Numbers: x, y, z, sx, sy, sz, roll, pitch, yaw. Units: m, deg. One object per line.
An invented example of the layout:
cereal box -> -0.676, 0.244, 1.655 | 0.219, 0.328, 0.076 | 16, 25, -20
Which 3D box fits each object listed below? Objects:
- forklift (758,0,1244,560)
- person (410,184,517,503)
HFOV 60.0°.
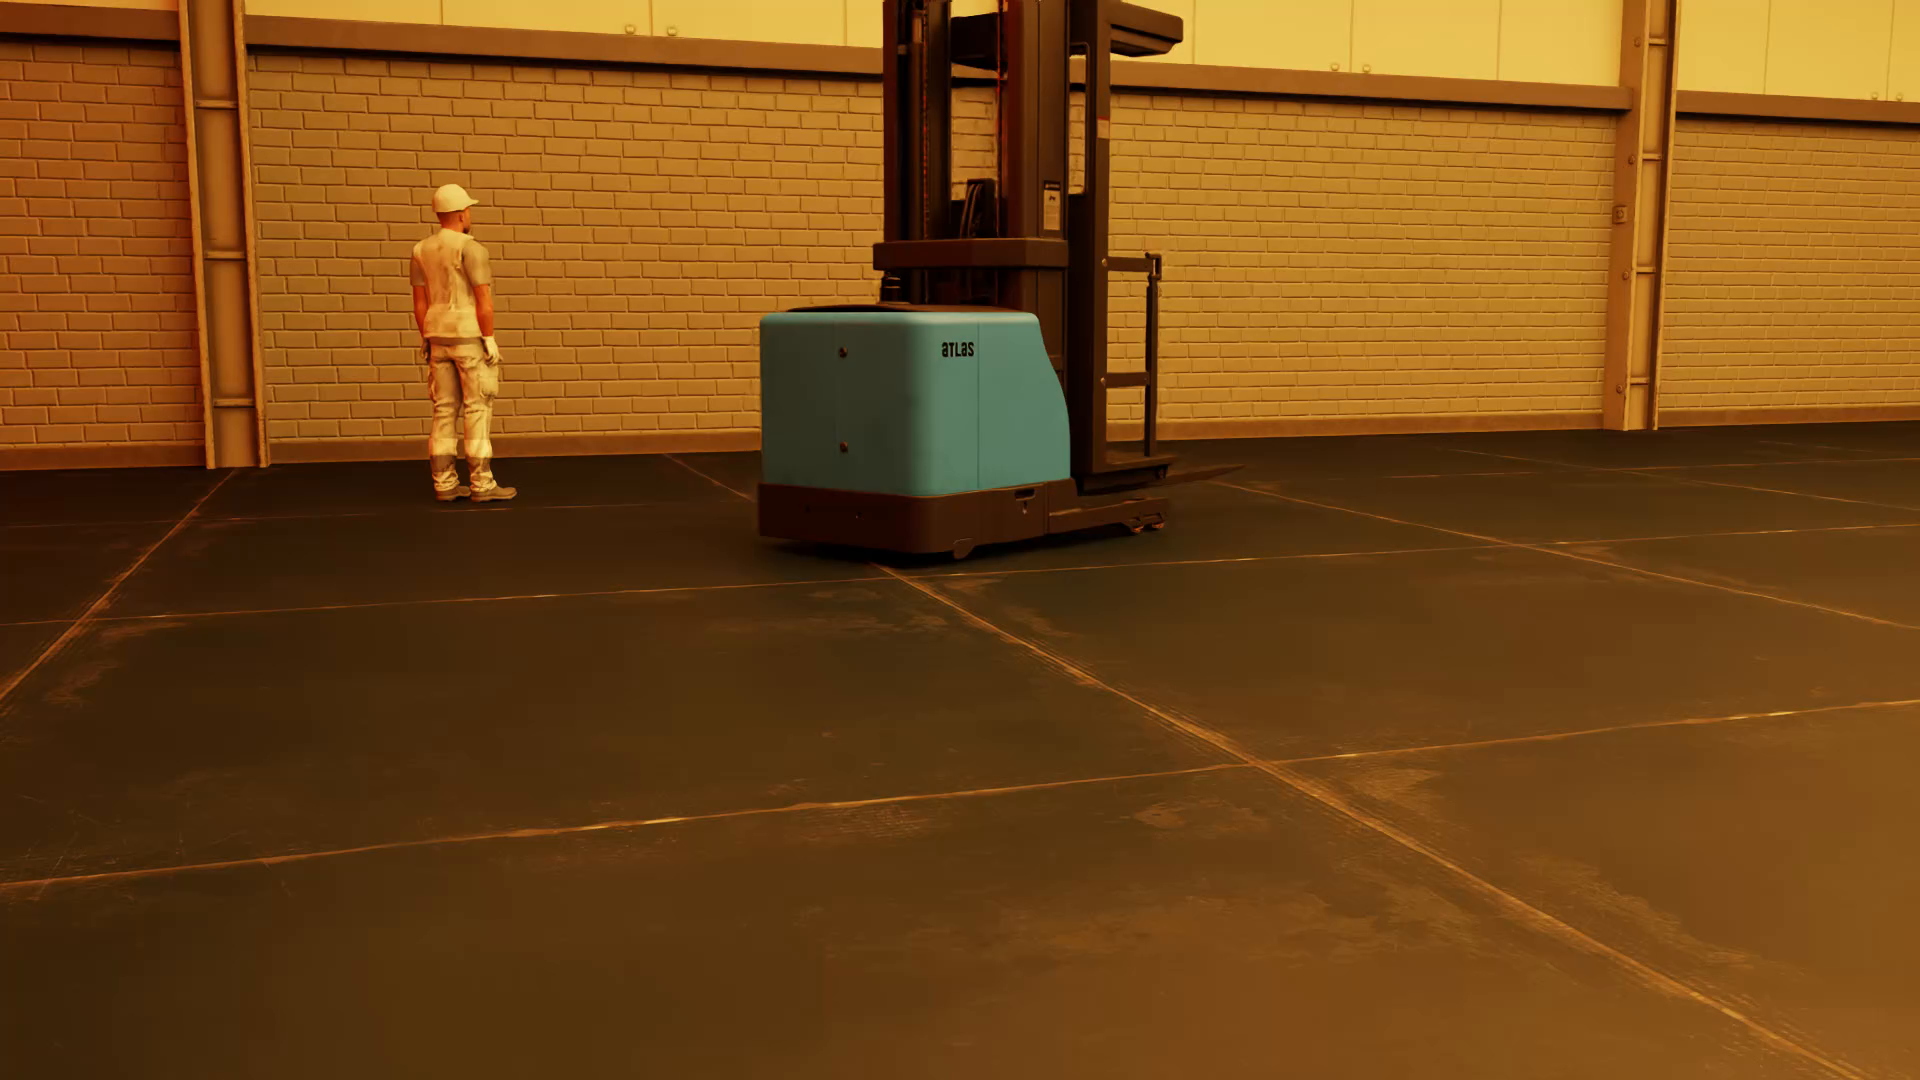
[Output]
forklift -> 0.395, -1.521, 8.234 | 1.130, 2.935, 3.031 | 6, 10, 38
person -> -2.854, -1.120, 9.520 | 0.532, 1.796, 0.358 | 3, 8, 21
